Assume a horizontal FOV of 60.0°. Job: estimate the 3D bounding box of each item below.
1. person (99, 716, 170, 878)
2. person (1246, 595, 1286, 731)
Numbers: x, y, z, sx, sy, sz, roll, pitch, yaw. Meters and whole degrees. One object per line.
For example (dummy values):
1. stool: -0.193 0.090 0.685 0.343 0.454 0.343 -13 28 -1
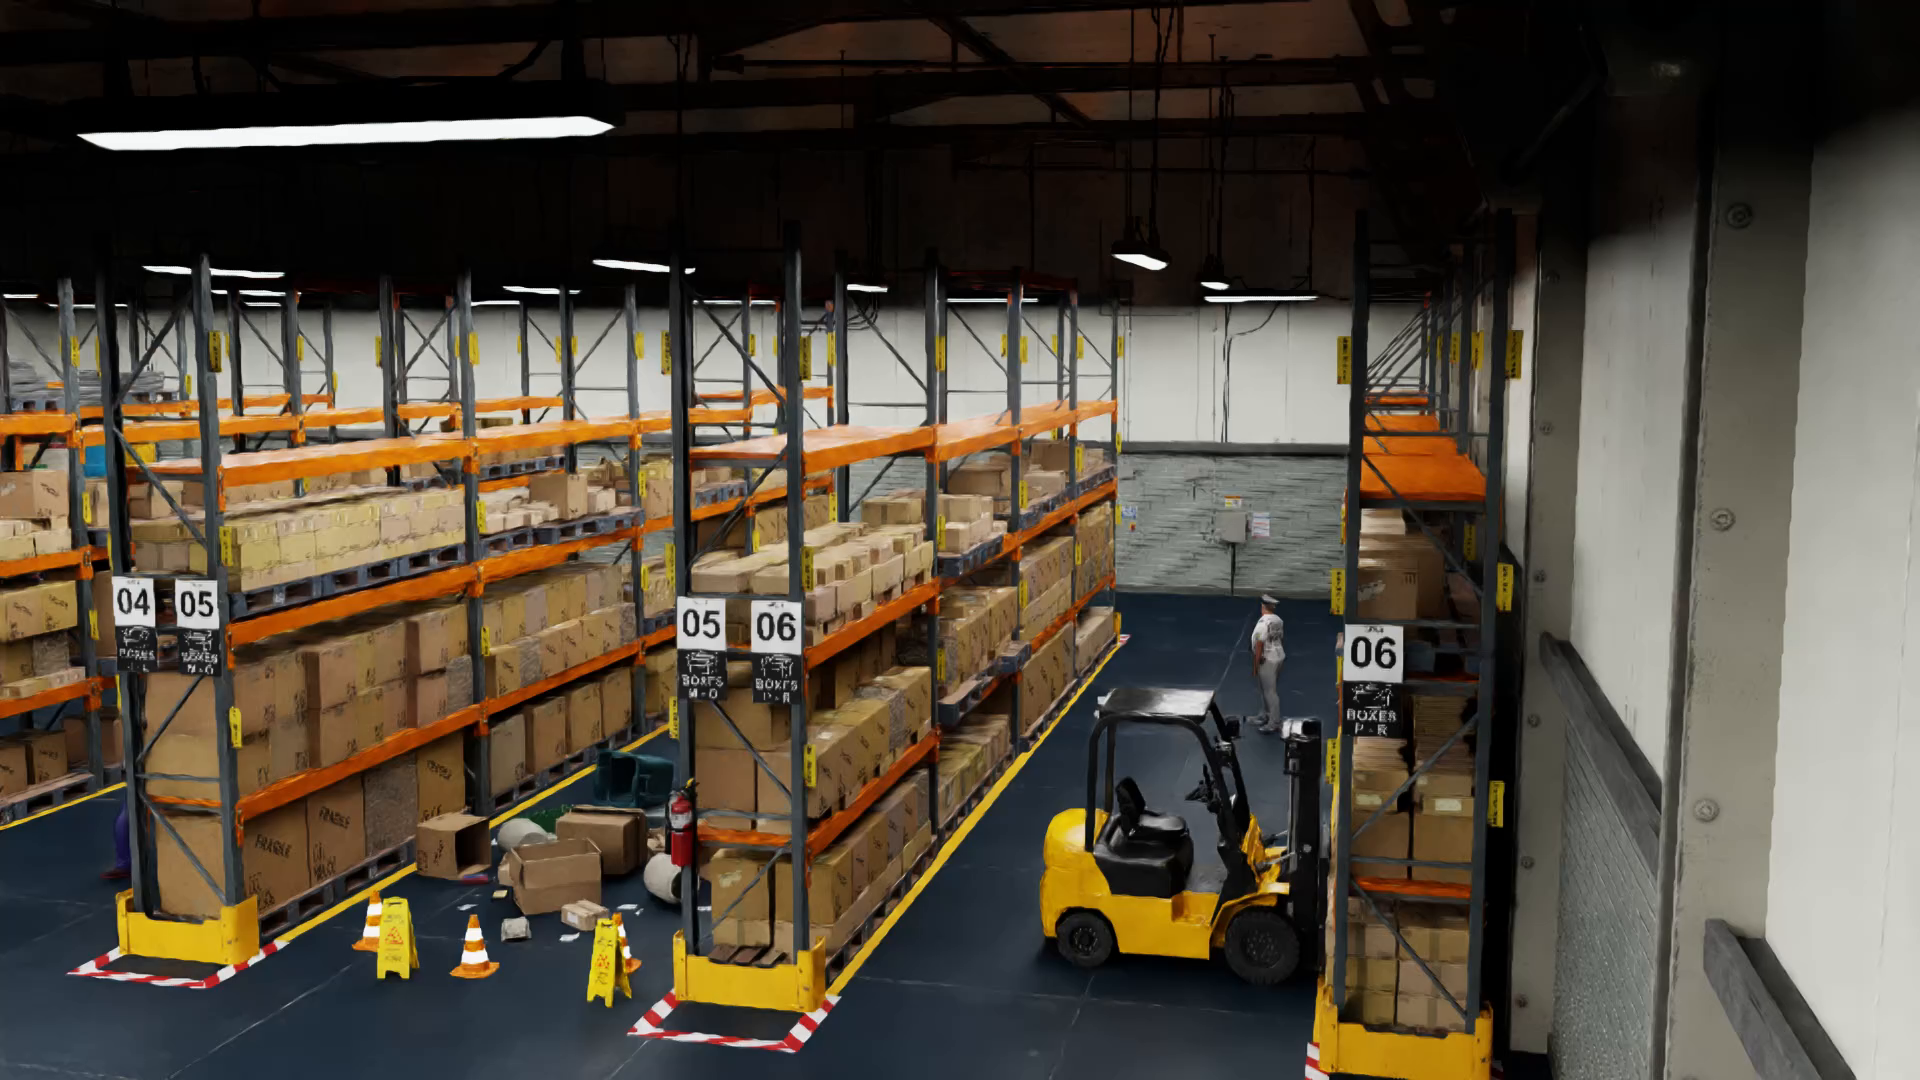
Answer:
1. person: -7.755 2.437 15.996 0.531 1.584 0.941 5 9 35
2. person: 4.041 1.606 22.010 0.596 1.743 0.675 5 8 33
